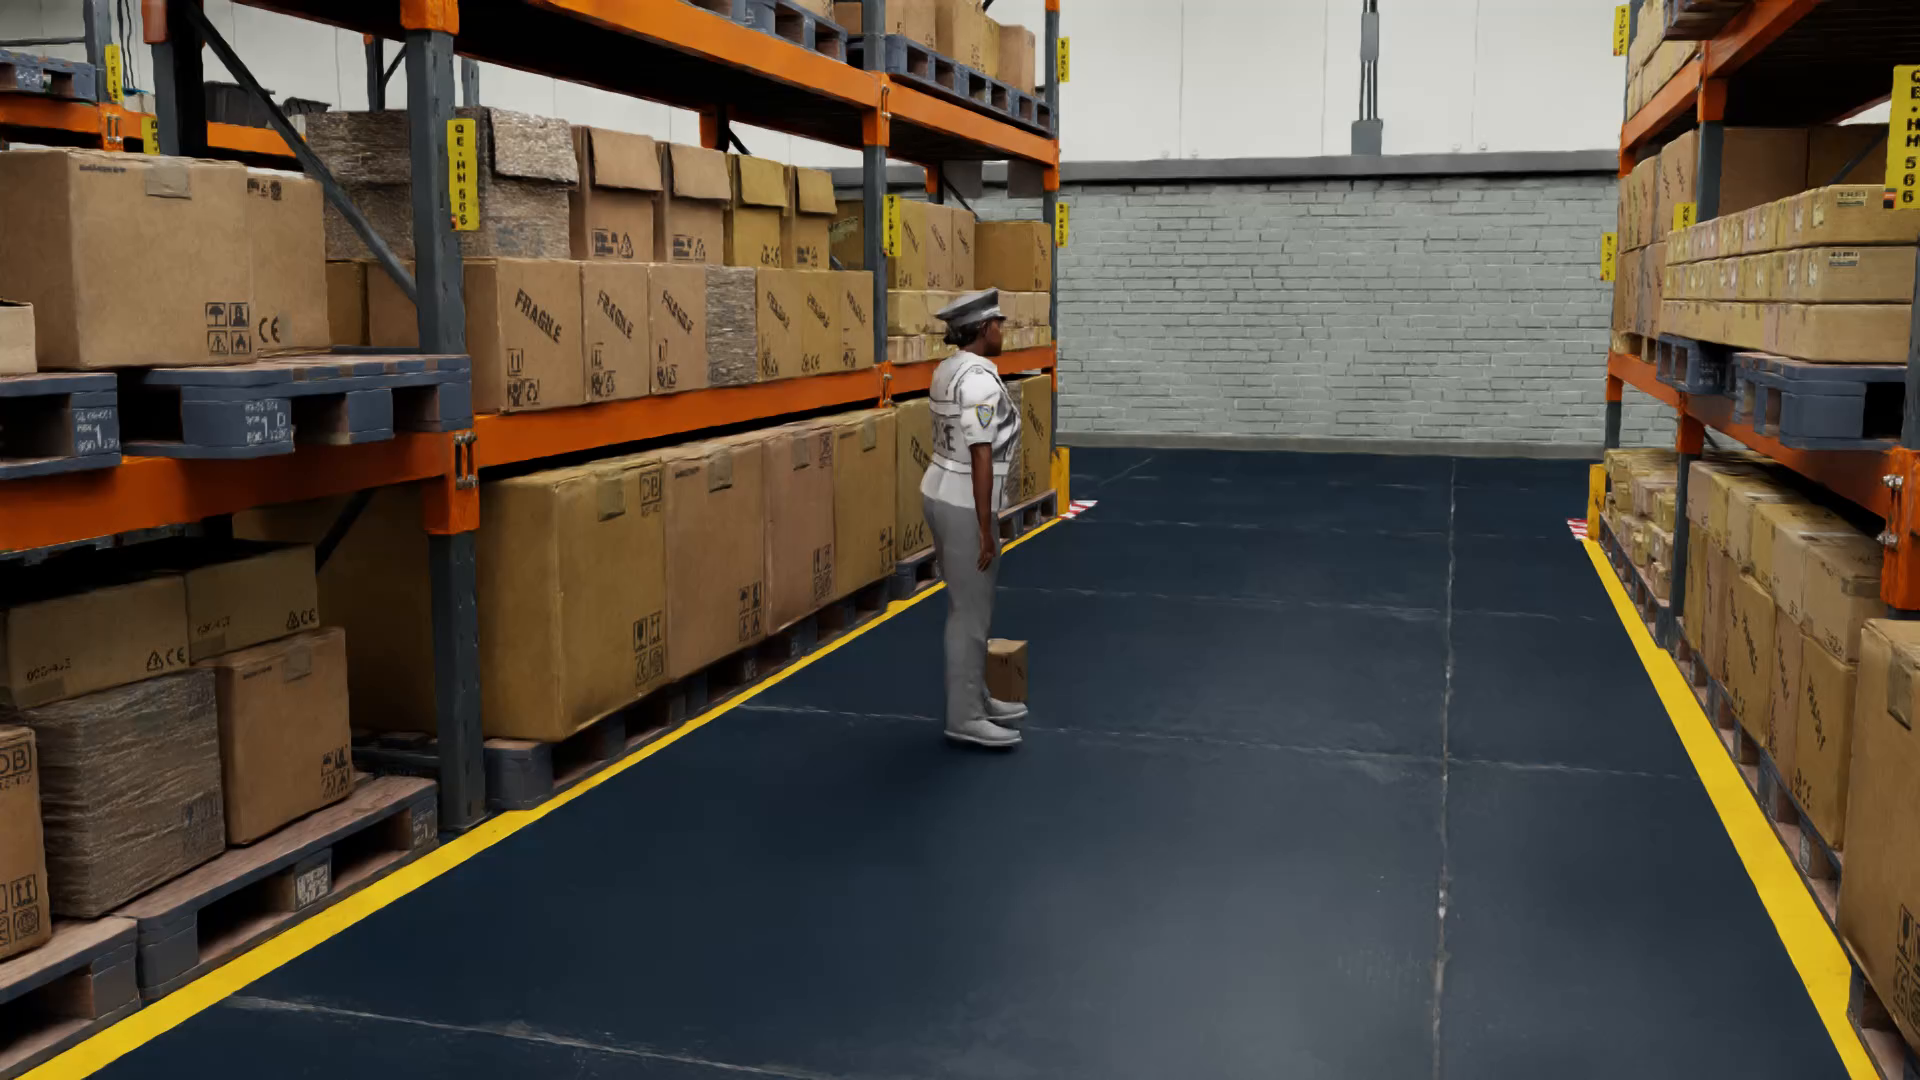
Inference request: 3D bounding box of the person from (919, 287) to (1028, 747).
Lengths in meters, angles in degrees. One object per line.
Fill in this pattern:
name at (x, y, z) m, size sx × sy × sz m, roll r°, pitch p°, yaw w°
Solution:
person at (0.087, -0.094, 6.242) m, size 0.438 × 1.692 × 0.516 m, roll -3°, pitch 9°, yaw -17°
